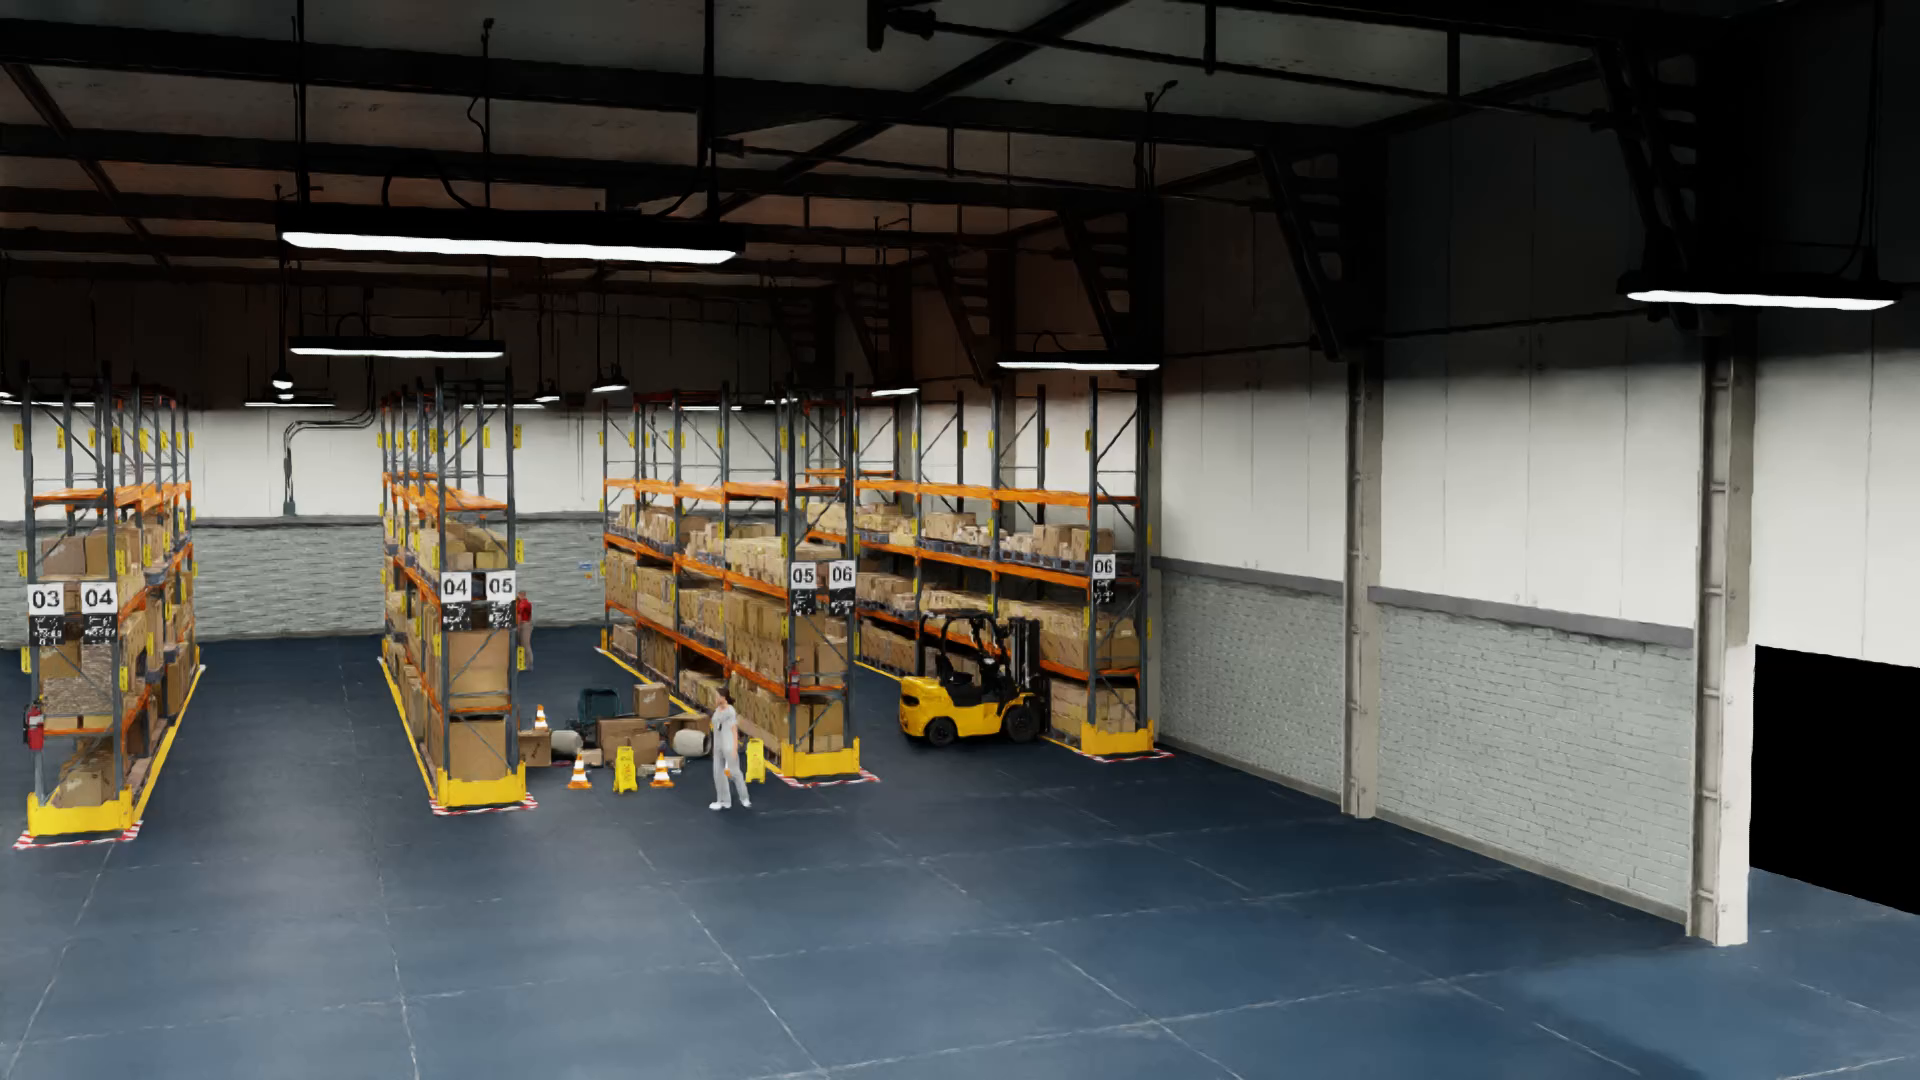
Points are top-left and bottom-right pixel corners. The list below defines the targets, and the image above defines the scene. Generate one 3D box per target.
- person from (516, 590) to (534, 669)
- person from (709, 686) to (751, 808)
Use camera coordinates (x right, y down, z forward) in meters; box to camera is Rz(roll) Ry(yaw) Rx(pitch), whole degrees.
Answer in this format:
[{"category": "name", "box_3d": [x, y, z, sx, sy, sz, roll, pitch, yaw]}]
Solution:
[{"category": "person", "box_3d": [-9.581, 1.941, 36.348, 0.591, 1.719, 0.668, 0, 3, 1]}, {"category": "person", "box_3d": [-3.133, 2.815, 22.650, 0.560, 1.665, 0.523, 3, 5, 43]}]
